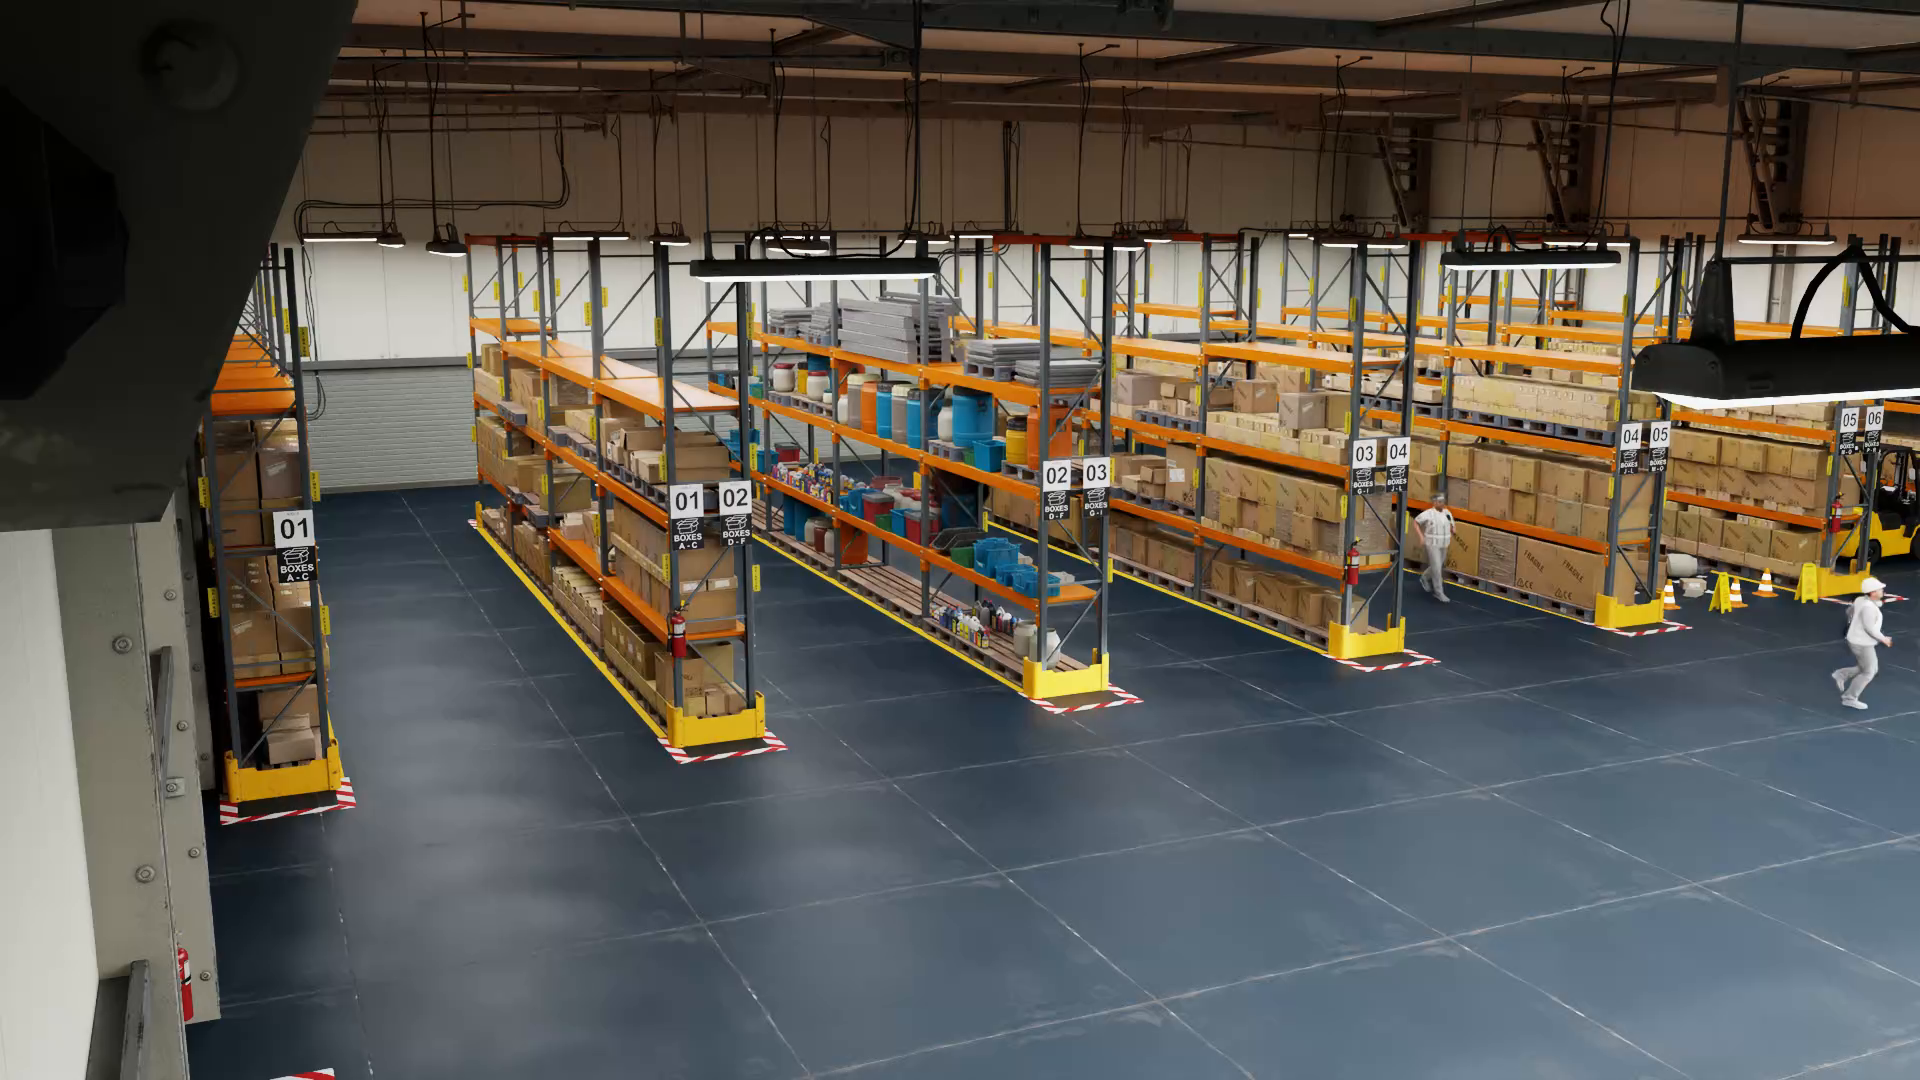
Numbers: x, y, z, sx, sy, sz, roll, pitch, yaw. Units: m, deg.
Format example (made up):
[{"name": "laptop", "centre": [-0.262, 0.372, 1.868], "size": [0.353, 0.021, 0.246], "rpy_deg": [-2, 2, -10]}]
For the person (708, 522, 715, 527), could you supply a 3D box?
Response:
[{"name": "person", "centre": [-4.619, -0.251, 29.972], "size": [0.608, 1.647, 0.880], "rpy_deg": [-8, 14, -37]}]

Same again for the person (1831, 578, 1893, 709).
[{"name": "person", "centre": [11.806, 1.335, 21.745], "size": [0.646, 1.735, 0.679], "rpy_deg": [3, 11, 16]}]

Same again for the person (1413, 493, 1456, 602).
[{"name": "person", "centre": [8.012, 0.077, 27.925], "size": [0.666, 1.775, 0.947], "rpy_deg": [-4, 12, -22]}]
